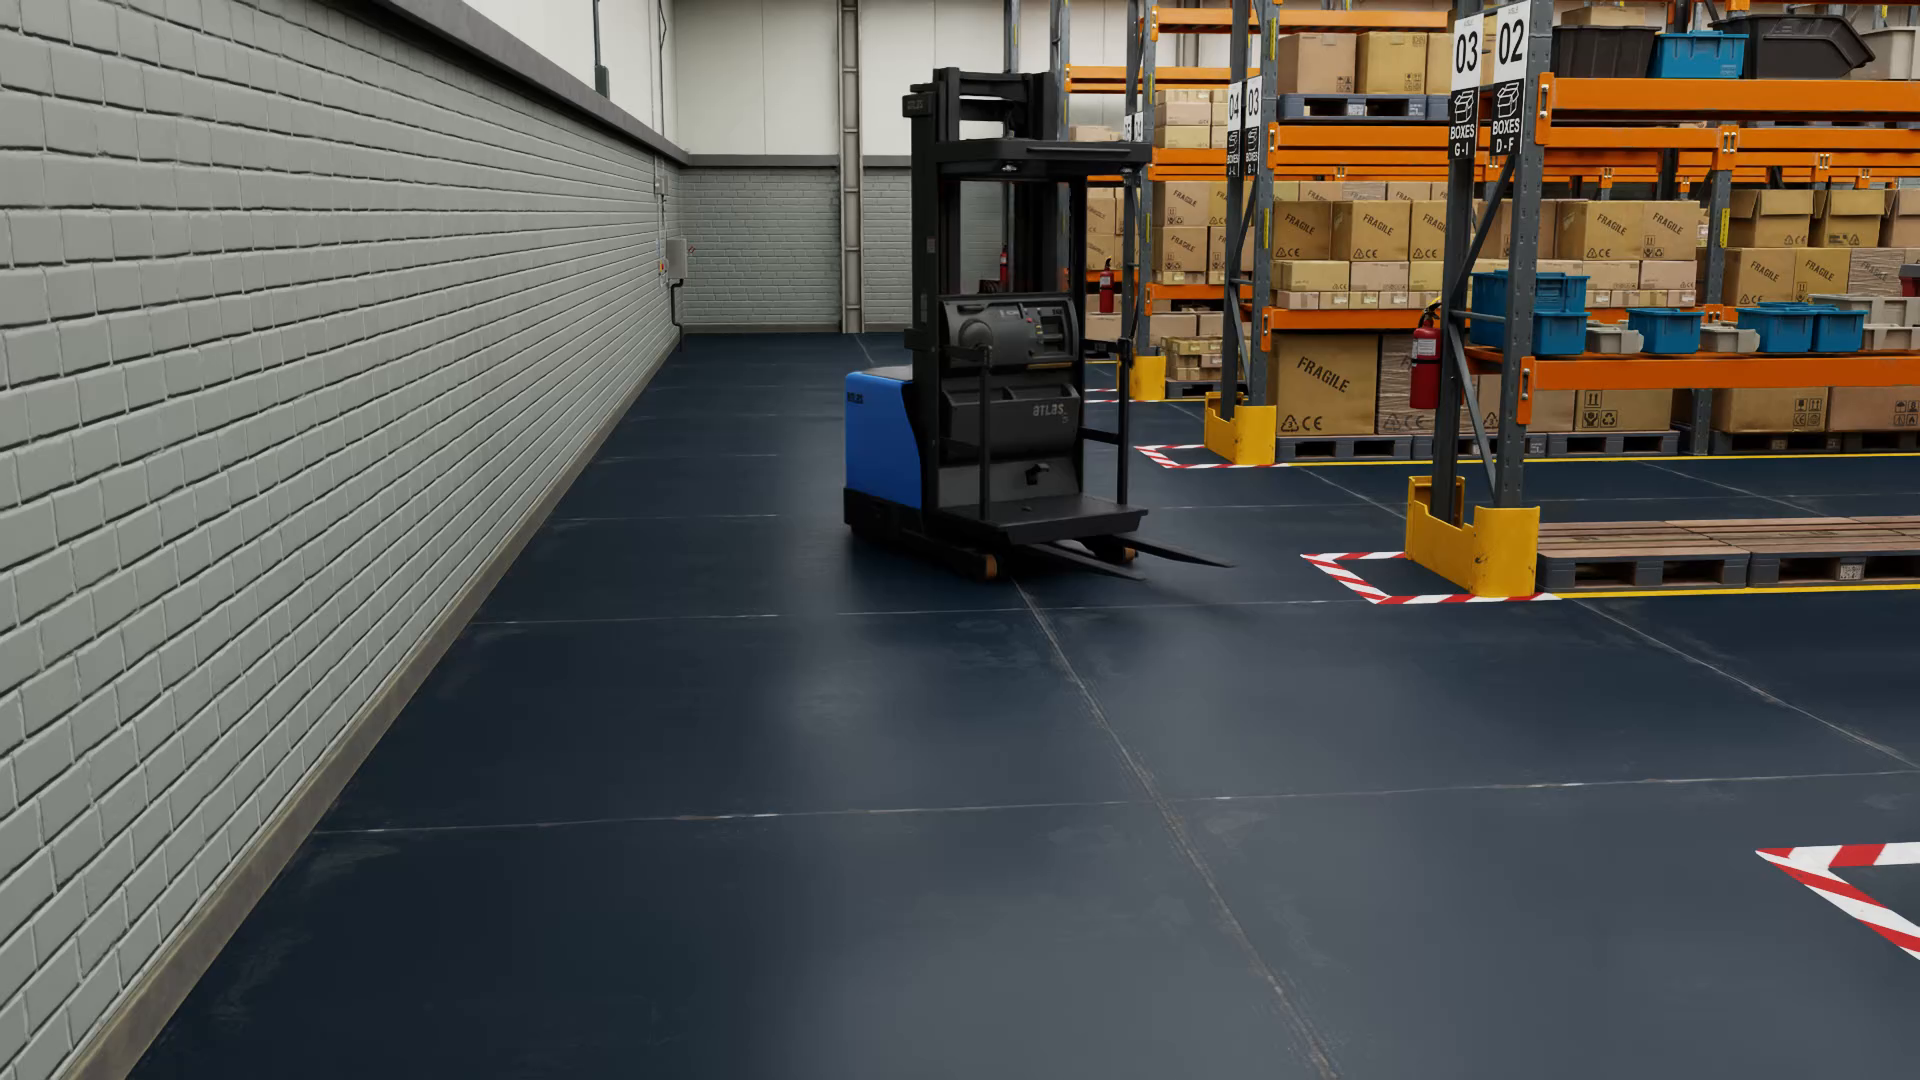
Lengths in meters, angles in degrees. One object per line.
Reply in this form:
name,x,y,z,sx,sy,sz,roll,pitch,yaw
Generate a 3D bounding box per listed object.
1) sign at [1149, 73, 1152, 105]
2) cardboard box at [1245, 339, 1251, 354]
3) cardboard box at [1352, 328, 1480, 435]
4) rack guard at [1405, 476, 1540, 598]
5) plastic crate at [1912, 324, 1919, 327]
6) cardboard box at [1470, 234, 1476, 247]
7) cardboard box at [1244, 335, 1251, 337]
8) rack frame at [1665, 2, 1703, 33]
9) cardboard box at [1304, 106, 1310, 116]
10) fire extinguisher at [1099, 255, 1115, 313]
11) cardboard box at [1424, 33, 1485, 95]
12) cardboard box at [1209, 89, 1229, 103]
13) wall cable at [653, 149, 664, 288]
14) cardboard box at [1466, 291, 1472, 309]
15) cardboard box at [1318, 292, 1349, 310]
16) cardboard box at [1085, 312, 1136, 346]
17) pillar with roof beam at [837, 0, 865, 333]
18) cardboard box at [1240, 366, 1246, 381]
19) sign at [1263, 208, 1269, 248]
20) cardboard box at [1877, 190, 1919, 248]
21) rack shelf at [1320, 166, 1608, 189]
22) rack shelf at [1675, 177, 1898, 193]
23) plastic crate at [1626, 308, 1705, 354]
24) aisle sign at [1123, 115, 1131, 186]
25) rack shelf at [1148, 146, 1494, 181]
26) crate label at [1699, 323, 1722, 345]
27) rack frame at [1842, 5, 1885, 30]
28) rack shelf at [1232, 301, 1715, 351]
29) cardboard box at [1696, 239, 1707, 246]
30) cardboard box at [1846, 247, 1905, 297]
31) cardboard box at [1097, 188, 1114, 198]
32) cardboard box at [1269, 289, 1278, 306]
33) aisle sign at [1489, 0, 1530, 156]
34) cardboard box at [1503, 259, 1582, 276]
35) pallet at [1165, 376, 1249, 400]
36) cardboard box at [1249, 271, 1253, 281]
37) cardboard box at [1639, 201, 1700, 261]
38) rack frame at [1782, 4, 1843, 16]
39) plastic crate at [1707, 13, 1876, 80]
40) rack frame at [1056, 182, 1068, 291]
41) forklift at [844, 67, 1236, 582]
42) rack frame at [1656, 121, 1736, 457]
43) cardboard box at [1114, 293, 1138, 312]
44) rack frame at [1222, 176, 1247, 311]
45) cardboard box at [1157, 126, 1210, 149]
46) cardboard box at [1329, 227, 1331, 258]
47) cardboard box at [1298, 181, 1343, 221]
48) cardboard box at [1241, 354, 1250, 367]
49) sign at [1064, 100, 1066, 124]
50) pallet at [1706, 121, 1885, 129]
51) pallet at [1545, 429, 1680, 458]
sign,2.099,-4.968,18.321,0.005,0.325,0.100,-1,11,-6
cardboard box,3.361,-2.247,19.281,0.250,0.149,0.380,-2,11,-9
cardboard box,4.008,-1.429,14.782,0.875,0.875,0.875,-1,11,-6
rack guard,2.988,-0.039,9.769,0.348,0.500,1.175,-1,11,-6
plastic crate,5.903,-1.171,9.607,0.590,0.125,0.437,-1,11,-6
cardboard box,7.372,-4.361,24.369,0.500,0.250,0.500,-2,11,-8
cardboard box,3.564,-2.364,19.875,0.250,0.149,0.380,-1,11,-4
rack frame,12.795,-8.264,29.576,0.127,3.000,1.000,-1,11,-6
cardboard box,4.030,-4.804,18.847,0.500,0.250,0.500,-2,11,-8
fire extinguisher,1.740,-3.034,19.691,0.183,0.674,0.296,-1,11,-6
cardboard box,4.068,-4.024,14.177,0.500,0.500,0.700,-2,11,-10
cardboard box,2.920,-4.967,18.642,0.250,0.149,0.380,-1,11,-6
wall cable,-4.198,-4.511,23.321,0.123,1.953,0.585,-1,11,-6
cardboard box,4.393,-2.071,14.279,0.250,0.149,0.380,-1,11,-8
cardboard box,3.119,-2.045,14.144,0.250,0.149,0.380,-1,11,-7
cardboard box,2.050,-3.100,24.416,0.875,0.438,0.875,-2,11,-8
pillar with roof beam,-1.448,-7.305,24.699,0.400,9.000,9.100,-1,11,-6
cardboard box,3.359,-1.940,19.263,0.250,0.149,0.380,-1,11,-5
sign,2.529,-2.575,13.742,0.005,0.325,0.100,-1,11,-6
cardboard box,8.386,-2.886,14.911,0.637,0.503,0.797,-1,11,-4
rack shelf,7.370,-5.362,24.458,4.000,0.370,1.077,-1,11,-6
rack shelf,14.784,-6.481,30.147,4.000,0.370,1.077,-1,11,-6
plastic crate,3.946,-1.171,9.329,0.300,0.233,0.416,-1,11,-6
aisle sign,1.935,-4.503,19.258,0.004,0.787,0.394,-1,11,-6
rack shelf,4.028,-4.332,19.216,4.000,0.370,1.077,-1,11,-6
crate label,4.365,-1.234,9.896,0.243,0.136,0.396,-1,11,-6
rack frame,13.335,-7.312,24.735,0.127,3.000,1.000,-1,11,-6
rack shelf,4.464,-1.907,14.656,4.000,0.370,1.077,-1,11,-6
cardboard box,8.528,-3.448,19.420,0.250,0.149,0.380,-1,11,-6
cardboard box,7.933,-2.333,14.701,0.500,0.500,0.500,-1,11,-7
cardboard box,2.041,-4.950,23.738,0.250,0.149,0.380,-1,11,-5
cardboard box,2.794,-2.165,14.758,0.250,0.149,0.380,-1,11,-5
aisle sign,2.971,-2.485,8.995,0.004,0.787,0.394,-1,11,-6
cardboard box,5.020,-2.292,14.370,0.500,0.250,0.500,-1,11,-5
pallet,2.927,-1.815,19.553,1.213,0.211,1.003,-1,11,-6
cardboard box,3.435,-3.033,19.173,0.250,0.149,0.380,-1,11,-7
cardboard box,6.024,-2.681,14.403,0.500,0.500,0.500,-1,11,-4
rack frame,9.993,-6.282,19.493,0.127,3.000,1.000,-1,11,-6
plastic crate,4.559,-2.689,9.154,0.767,0.338,0.504,-1,11,-6
rack frame,1.405,-4.119,24.042,0.127,3.000,1.000,-1,11,-6
forklift,0.426,-1.297,9.869,1.130,2.935,3.031,-7,13,-31
rack frame,6.452,-2.301,14.799,0.127,3.000,1.000,-1,11,-6
cardboard box,2.874,-4.047,29.068,0.500,0.500,0.500,-1,11,-5
rack frame,4.842,-5.154,29.307,0.127,3.000,1.000,-1,11,-6
cardboard box,2.514,-4.530,18.747,0.500,0.250,0.500,-1,11,-4
cardboard box,4.040,-3.358,19.145,0.500,0.500,0.500,-1,11,-8
cardboard box,4.042,-3.845,19.028,0.500,0.500,0.500,-2,11,-8
cardboard box,3.368,-2.088,19.243,0.250,0.149,0.380,-1,11,-4
sign,1.459,-5.952,23.119,0.005,0.325,0.100,-1,11,-6
pallet,7.358,-3.708,14.673,1.217,0.209,0.805,-2,11,-8
pallet,5.688,-0.932,15.064,1.213,0.211,1.003,-1,11,-6
